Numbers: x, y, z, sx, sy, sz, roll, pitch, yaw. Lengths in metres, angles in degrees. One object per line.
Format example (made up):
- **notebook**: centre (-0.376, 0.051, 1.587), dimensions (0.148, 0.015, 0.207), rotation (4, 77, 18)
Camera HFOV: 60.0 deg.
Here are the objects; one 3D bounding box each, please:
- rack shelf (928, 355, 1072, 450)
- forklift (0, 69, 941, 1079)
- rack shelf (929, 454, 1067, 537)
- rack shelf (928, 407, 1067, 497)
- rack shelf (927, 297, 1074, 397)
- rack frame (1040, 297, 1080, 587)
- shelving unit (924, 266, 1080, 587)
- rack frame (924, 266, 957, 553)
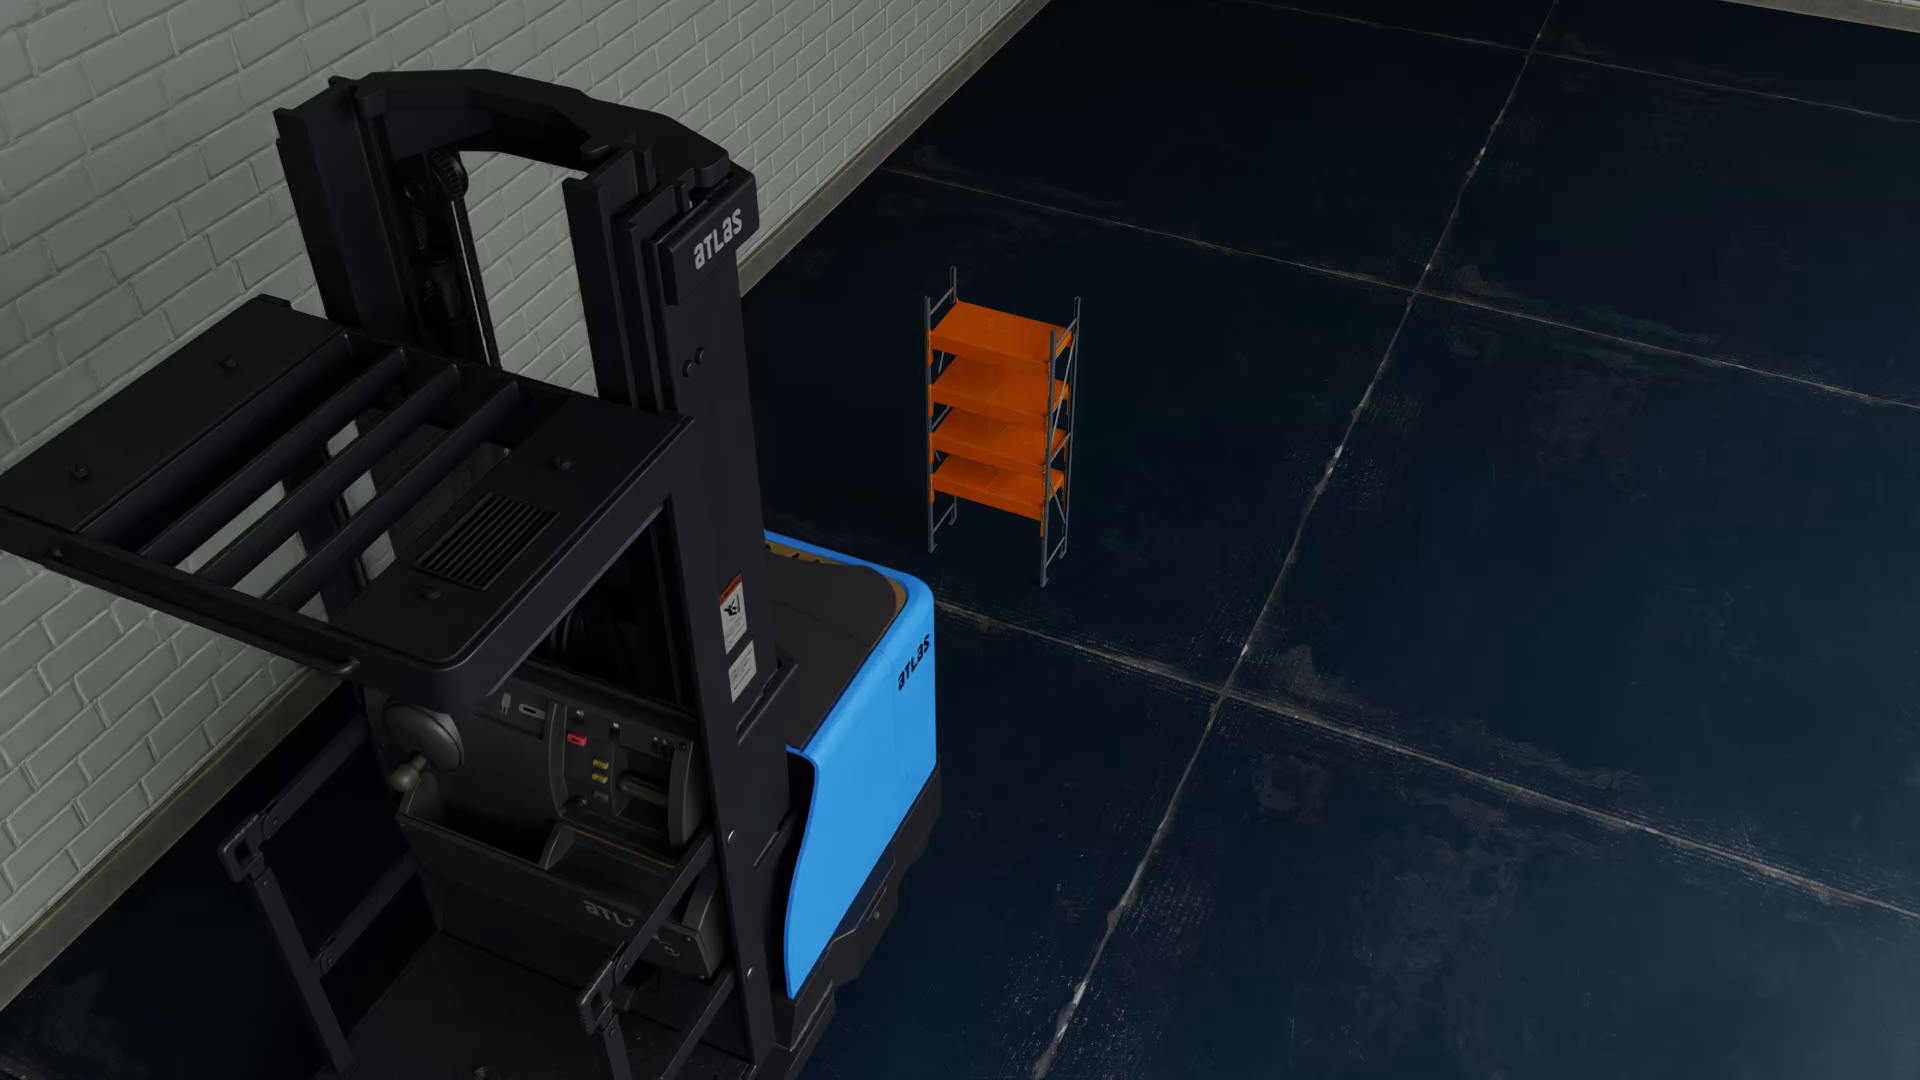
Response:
- **rack shelf**: centre (0.150, -0.526, 6.202), dimensions (0.480, 0.148, 0.258), rotation (17, 44, 19)
- **forklift**: centre (-1.132, 0.575, 3.849), dimensions (1.130, 2.935, 3.031), rotation (17, 44, 18)
- **rack shelf**: centre (0.150, -0.207, 6.478), dimensions (0.480, 0.148, 0.258), rotation (17, 44, 19)
- **rack shelf**: centre (0.150, -0.357, 6.348), dimensions (0.480, 0.148, 0.258), rotation (17, 44, 19)
- **rack shelf**: centre (0.150, -0.704, 6.047), dimensions (0.480, 0.148, 0.258), rotation (17, 44, 19)
- **rack frame**: centre (0.371, -0.340, 6.226), dimensions (0.015, 1.200, 0.240), rotation (17, 44, 19)
- **shelving unit**: centre (0.150, -0.408, 6.304), dimensions (0.503, 1.200, 0.258), rotation (17, 44, 19)
- **rack frame**: centre (-0.071, -0.475, 6.382), dimensions (0.015, 1.200, 0.240), rotation (17, 44, 19)
